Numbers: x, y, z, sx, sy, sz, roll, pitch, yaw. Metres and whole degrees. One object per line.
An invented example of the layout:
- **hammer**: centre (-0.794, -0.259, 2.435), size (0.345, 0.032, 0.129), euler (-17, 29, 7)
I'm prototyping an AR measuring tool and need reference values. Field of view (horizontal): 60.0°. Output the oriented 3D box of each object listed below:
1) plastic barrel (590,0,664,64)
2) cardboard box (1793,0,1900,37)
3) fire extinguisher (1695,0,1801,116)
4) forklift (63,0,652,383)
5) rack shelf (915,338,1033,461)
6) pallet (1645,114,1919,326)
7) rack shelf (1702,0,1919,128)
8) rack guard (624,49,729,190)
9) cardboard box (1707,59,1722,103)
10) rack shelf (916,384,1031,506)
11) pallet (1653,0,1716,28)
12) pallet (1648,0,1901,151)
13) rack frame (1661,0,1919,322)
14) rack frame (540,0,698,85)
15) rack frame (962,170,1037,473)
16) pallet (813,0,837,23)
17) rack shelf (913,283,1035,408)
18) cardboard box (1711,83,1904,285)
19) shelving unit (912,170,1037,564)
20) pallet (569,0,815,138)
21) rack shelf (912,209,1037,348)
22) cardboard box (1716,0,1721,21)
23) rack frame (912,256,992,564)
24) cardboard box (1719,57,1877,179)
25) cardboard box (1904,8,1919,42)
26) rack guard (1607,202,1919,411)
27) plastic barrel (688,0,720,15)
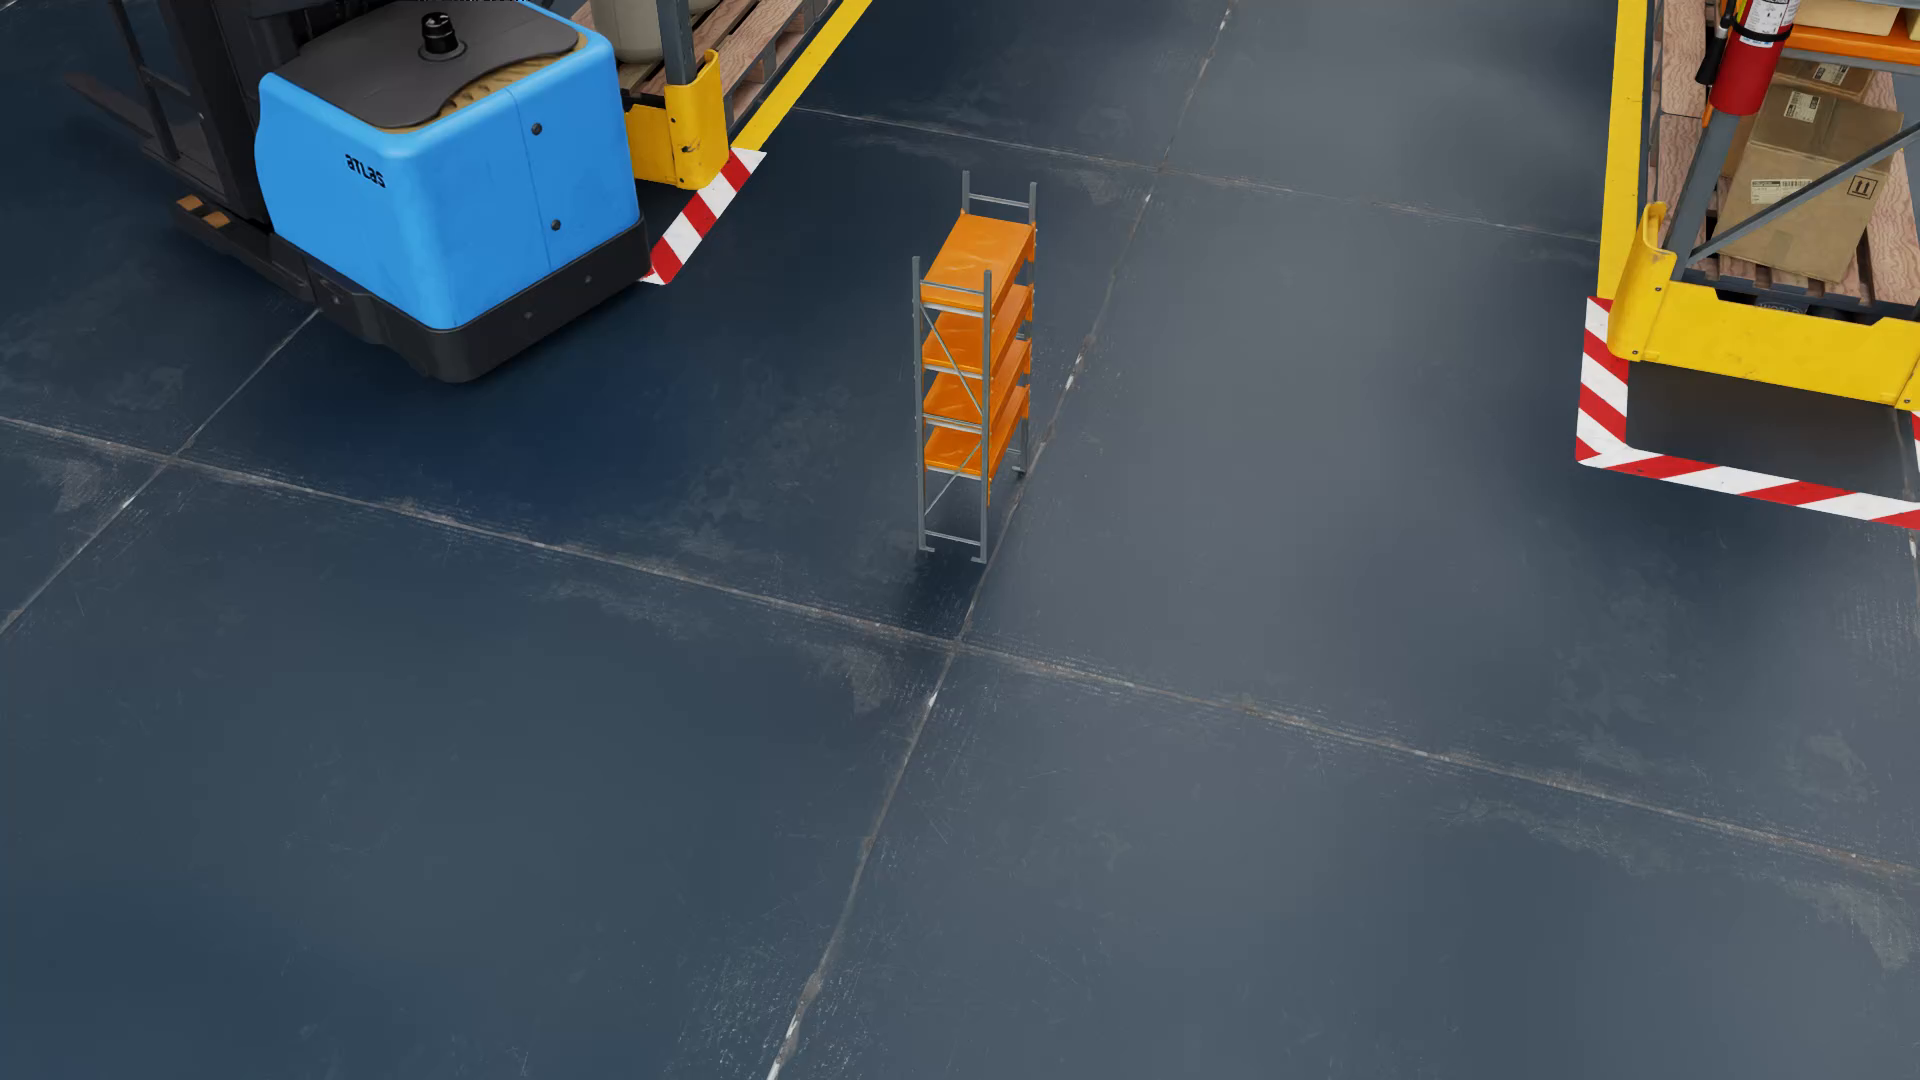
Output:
- **plastic barrel**: centre (-1.487, -2.496, 7.634), size (0.421, 0.512, 0.421), euler (0, 44, 0)
- **cardboard box**: centre (2.997, -1.875, 5.701), size (0.380, 0.149, 0.250), euler (13, 46, 13)
- **fire extinguisher**: centre (2.633, -1.725, 5.423), size (0.296, 0.674, 0.183), euler (13, 46, 13)
- **forklift**: centre (-2.718, -2.511, 6.221), size (3.031, 2.935, 1.130), euler (30, 52, 27)
- **rack shelf**: centre (0.050, -0.491, 5.490), size (0.258, 0.148, 0.480), euler (13, 46, 12)
- **pallet**: centre (3.410, -1.319, 6.947), size (1.003, 0.211, 1.213), euler (13, 46, 13)
- **rack shelf**: centre (3.713, -2.807, 6.988), size (1.077, 0.370, 4.000), euler (13, 46, 13)
- **rack guard**: centre (-1.635, -1.947, 7.383), size (1.175, 0.500, 0.348), euler (13, 46, 13)
- **cardboard box**: centre (3.668, -2.219, 7.360), size (0.500, 0.500, 0.500), euler (17, 47, 16)
- **rack shelf**: centre (0.050, -0.349, 5.629), size (0.258, 0.148, 0.480), euler (13, 46, 12)
- **pallet**: centre (4.149, -2.945, 8.609), size (1.003, 0.211, 1.213), euler (13, 46, 13)
- **pallet**: centre (3.781, -2.130, 7.775), size (1.003, 0.211, 1.213), euler (13, 46, 13)
- **rack frame**: centre (3.107, -1.731, 5.374), size (1.000, 3.000, 0.127), euler (13, 46, 13)
- **rack frame**: centre (-1.613, -2.780, 6.446), size (1.000, 3.000, 0.127), euler (13, 46, 13)
- **rack frame**: centre (0.124, -0.702, 5.609), size (0.240, 1.200, 0.015), euler (13, 46, 12)
- **pallet**: centre (-1.013, -3.195, 8.864), size (1.003, 0.211, 1.213), euler (13, 46, 13)
- **rack shelf**: centre (0.050, -0.651, 5.334), size (0.258, 0.148, 0.480), euler (13, 46, 12)
- **cardboard box**: centre (3.312, -1.400, 6.523), size (0.500, 0.500, 0.500), euler (21, 48, 20)
- **shelving unit**: centre (0.050, -0.539, 5.443), size (0.258, 1.200, 0.503), euler (13, 46, 12)
- **pallet**: centre (-1.384, -2.384, 8.036), size (1.003, 0.211, 1.213), euler (13, 46, 13)
- **rack shelf**: centre (0.050, -0.820, 5.168), size (0.258, 0.148, 0.480), euler (13, 46, 12)
- **cardboard box**: centre (3.880, -2.582, 7.731), size (0.500, 0.500, 0.500), euler (9, 45, 9)
- **rack frame**: centre (-0.024, -0.377, 5.277), size (0.240, 1.200, 0.015), euler (13, 46, 12)
- **cardboard box**: centre (3.460, -1.806, 6.938), size (0.500, 0.500, 0.500), euler (24, 49, 23)
- **cardboard box**: centre (3.421, -1.781, 5.605), size (0.380, 0.149, 0.250), euler (13, 46, 13)
- **rack guard**: centre (3.130, -0.888, 6.300), size (1.175, 0.500, 0.348), euler (13, 46, 13)
- **plastic barrel**: centre (-1.335, -2.830, 7.976), size (0.421, 0.512, 0.421), euler (0, 44, 0)
